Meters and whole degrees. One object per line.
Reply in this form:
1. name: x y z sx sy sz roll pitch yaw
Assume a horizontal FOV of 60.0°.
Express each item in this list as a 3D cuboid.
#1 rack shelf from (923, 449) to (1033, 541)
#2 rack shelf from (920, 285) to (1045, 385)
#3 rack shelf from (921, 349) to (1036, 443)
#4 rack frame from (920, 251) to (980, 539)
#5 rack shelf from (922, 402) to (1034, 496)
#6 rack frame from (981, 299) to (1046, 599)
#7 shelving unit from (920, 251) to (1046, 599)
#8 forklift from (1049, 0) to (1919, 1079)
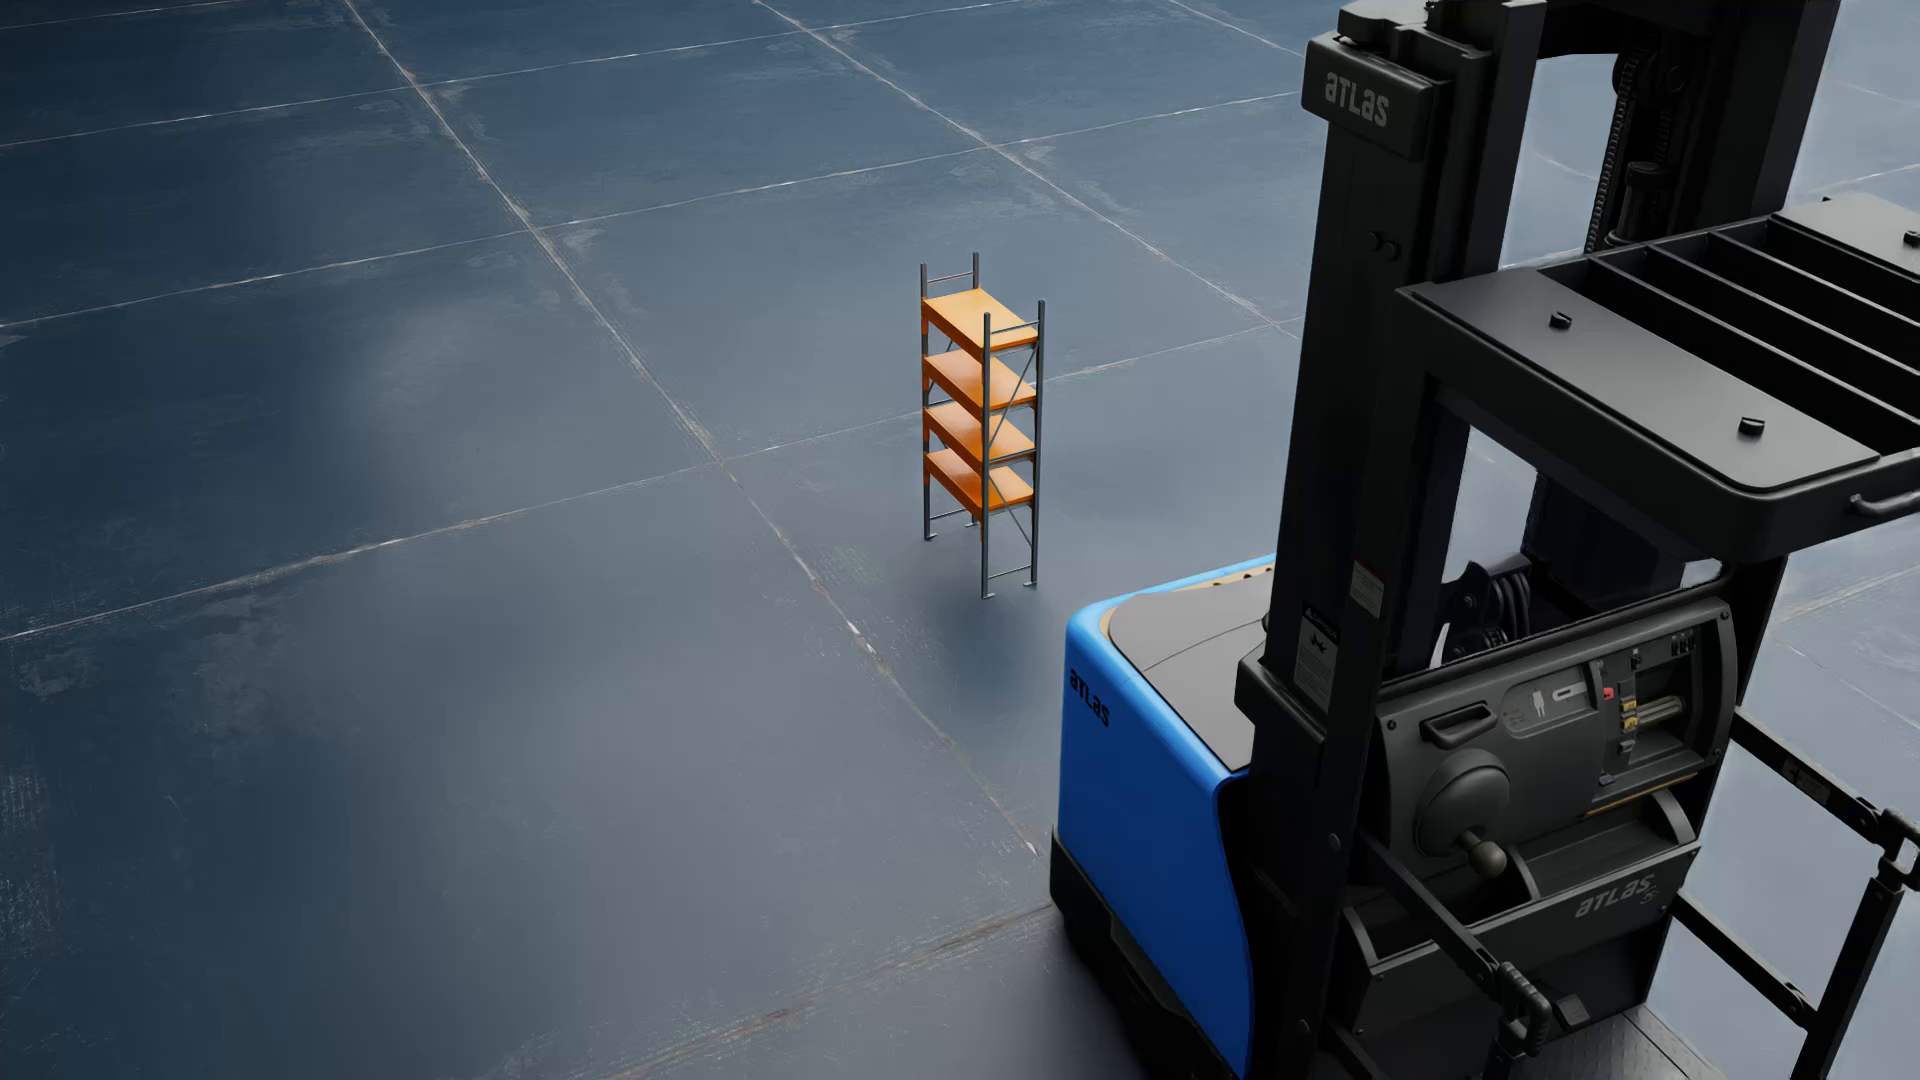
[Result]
1. rack shelf: 0.077 -0.202 6.446 0.258 0.148 0.480 -16 36 -23
2. rack shelf: 0.077 -0.757 6.091 0.258 0.148 0.480 -16 36 -23
3. rack shelf: 0.077 -0.558 6.219 0.258 0.148 0.480 -16 36 -23
4. rack frame: -0.037 -0.543 6.485 0.240 1.200 0.015 -16 36 -23
5. rack shelf: 0.077 -0.370 6.339 0.258 0.148 0.480 -16 36 -23
6. rack frame: 0.191 -0.310 6.121 0.240 1.200 0.015 -16 36 -23
7. shelving unit: 0.077 -0.426 6.303 0.258 1.200 0.503 -16 36 -23
8. forklift: 1.349 0.467 3.304 1.130 2.935 3.031 -14 35 -21
